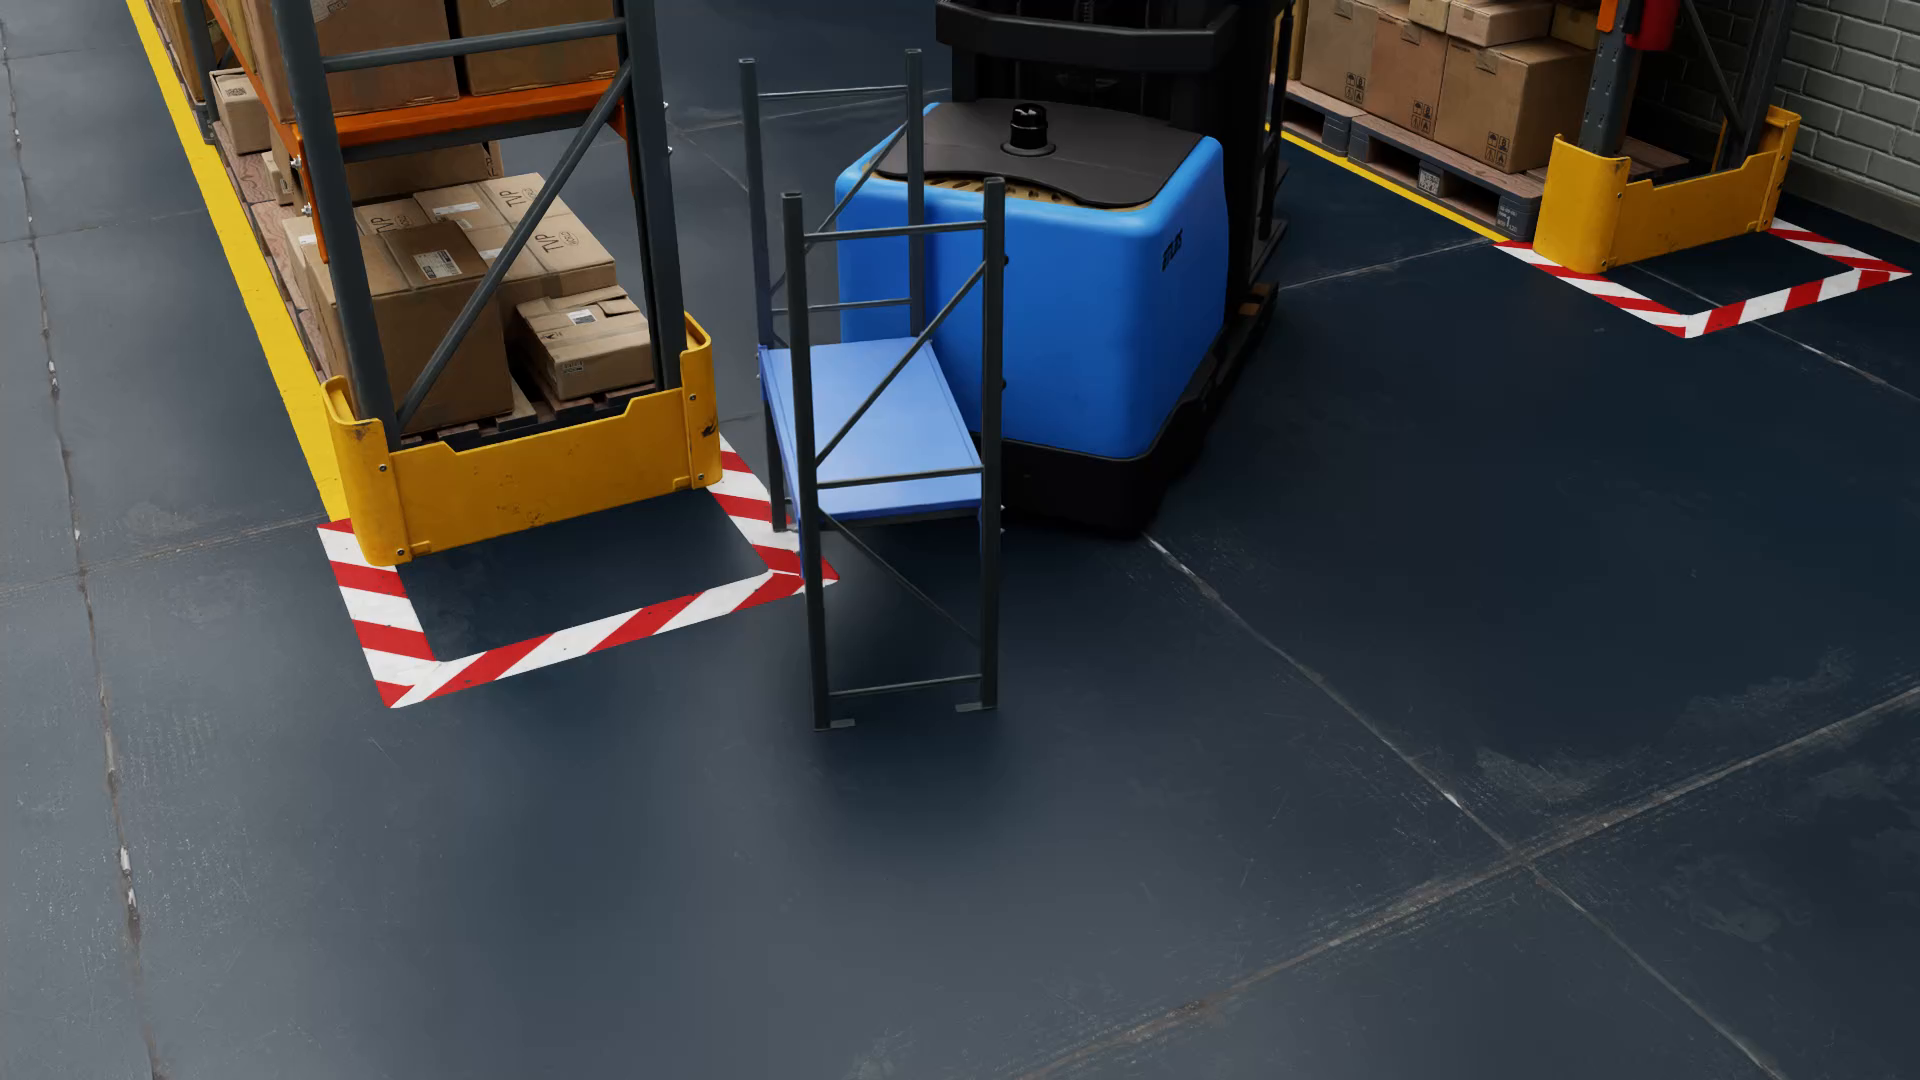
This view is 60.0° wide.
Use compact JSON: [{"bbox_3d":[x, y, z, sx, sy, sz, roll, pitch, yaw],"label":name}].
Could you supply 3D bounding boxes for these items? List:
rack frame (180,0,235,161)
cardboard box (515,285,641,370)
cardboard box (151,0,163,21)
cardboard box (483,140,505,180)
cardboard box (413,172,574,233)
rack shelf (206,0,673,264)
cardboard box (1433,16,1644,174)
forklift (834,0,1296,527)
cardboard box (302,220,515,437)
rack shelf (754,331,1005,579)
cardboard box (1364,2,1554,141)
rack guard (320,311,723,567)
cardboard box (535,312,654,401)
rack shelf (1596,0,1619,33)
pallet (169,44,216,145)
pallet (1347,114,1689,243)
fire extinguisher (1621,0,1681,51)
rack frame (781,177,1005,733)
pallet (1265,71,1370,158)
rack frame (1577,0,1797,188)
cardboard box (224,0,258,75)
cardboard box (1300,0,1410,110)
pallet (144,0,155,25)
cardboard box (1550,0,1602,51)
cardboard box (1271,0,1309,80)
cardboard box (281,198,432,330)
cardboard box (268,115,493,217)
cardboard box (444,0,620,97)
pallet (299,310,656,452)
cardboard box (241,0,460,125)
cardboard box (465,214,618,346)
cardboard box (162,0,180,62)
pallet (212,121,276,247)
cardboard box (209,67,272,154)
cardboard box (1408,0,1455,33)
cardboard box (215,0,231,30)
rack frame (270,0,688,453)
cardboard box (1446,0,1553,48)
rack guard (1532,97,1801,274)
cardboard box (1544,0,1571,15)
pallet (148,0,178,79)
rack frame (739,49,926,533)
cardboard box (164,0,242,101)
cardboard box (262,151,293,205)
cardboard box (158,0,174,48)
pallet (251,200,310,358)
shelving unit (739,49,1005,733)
[{"bbox_3d":[-3.200,-3.269,7.572,1.000,3.000,0.127,-16,36,-23],"label":"rack frame"},{"bbox_3d":[-1.343,-0.758,5.871,0.380,0.166,0.250,-16,36,-23],"label":"cardboard box"},{"bbox_3d":[-4.379,-3.285,9.506,0.500,0.500,0.500,-17,36,-25],"label":"cardboard box"},{"bbox_3d":[-2.334,-1.764,7.307,0.500,0.311,0.500,-16,36,-23],"label":"cardboard box"},{"bbox_3d":[-1.804,-1.196,6.477,0.500,0.250,0.500,-16,36,-23],"label":"cardboard box"},{"bbox_3d":[-2.267,-2.012,6.276,1.077,0.370,4.000,-16,36,-23],"label":"rack shelf"},{"bbox_3d":[2.631,-2.041,7.583,0.700,0.500,0.500,-16,36,-23],"label":"cardboard box"},{"bbox_3d":[0.615,-2.058,5.746,1.130,2.935,3.031,12,35,18],"label":"forklift"},{"bbox_3d":[-1.806,-0.690,5.456,0.500,0.500,0.500,-16,36,-23],"label":"cardboard box"},{"bbox_3d":[-0.249,-0.269,4.612,0.538,0.185,1.000,-6,33,-10],"label":"rack shelf"},{"bbox_3d":[2.397,-2.280,7.956,0.700,0.500,0.500,-16,36,-23],"label":"cardboard box"},{"bbox_3d":[-1.370,-0.344,5.323,1.175,0.500,0.348,-16,36,-23],"label":"rack guard"},{"bbox_3d":[-1.226,-0.631,5.690,0.380,0.149,0.250,-16,36,-23],"label":"cardboard box"},{"bbox_3d":[2.113,-3.259,8.224,1.077,0.370,4.000,-16,36,-23],"label":"rack shelf"},{"bbox_3d":[-3.613,-2.474,8.915,1.003,0.211,1.213,-16,36,-23],"label":"pallet"},{"bbox_3d":[2.604,-1.796,7.857,1.003,0.211,1.213,-16,36,-23],"label":"pallet"},{"bbox_3d":[2.708,-2.230,6.368,0.296,0.674,0.183,-16,36,-23],"label":"fire extinguisher"},{"bbox_3d":[-0.147,-0.151,4.096,0.500,1.500,0.032,-6,33,-10],"label":"rack frame"},{"bbox_3d":[2.039,-2.377,8.765,1.003,0.211,1.213,-16,36,-23],"label":"pallet"},{"bbox_3d":[3.046,-2.608,6.540,1.000,3.000,0.127,-16,36,-23],"label":"rack frame"},{"bbox_3d":[-2.030,-1.794,5.177,0.500,0.500,0.500,-16,36,-23],"label":"cardboard box"},{"bbox_3d":[2.162,-2.520,8.330,0.700,0.500,0.500,-17,36,-25],"label":"cardboard box"},{"bbox_3d":[-4.750,-3.638,10.733,1.003,0.211,1.213,-16,36,-23],"label":"pallet"},{"bbox_3d":[2.866,-2.305,7.394,0.380,0.149,0.250,-16,36,-23],"label":"cardboard box"},{"bbox_3d":[1.907,-2.772,8.725,0.700,0.500,0.500,-15,36,-22],"label":"cardboard box"},{"bbox_3d":[-2.223,-1.046,6.243,0.500,0.250,0.500,-16,36,-23],"label":"cardboard box"},{"bbox_3d":[-2.319,-1.508,6.729,0.797,0.503,0.637,-16,36,-23],"label":"cardboard box"},{"bbox_3d":[-1.309,-1.680,5.000,0.500,0.500,0.500,-15,36,-22],"label":"cardboard box"},{"bbox_3d":[-1.743,-0.602,5.995,1.003,0.211,1.213,-16,36,-23],"label":"pallet"},{"bbox_3d":[-1.785,-1.548,4.792,0.500,0.500,0.500,-15,35,-22],"label":"cardboard box"},{"bbox_3d":[-1.571,-0.957,6.104,0.500,0.250,0.500,-16,36,-23],"label":"cardboard box"},{"bbox_3d":[-3.907,-2.803,8.754,0.500,0.500,0.500,-16,36,-23],"label":"cardboard box"},{"bbox_3d":[-2.881,-1.767,7.812,1.003,0.211,1.213,-16,36,-23],"label":"pallet"},{"bbox_3d":[-3.196,-2.067,7.781,0.500,0.311,0.500,-16,36,-23],"label":"cardboard box"},{"bbox_3d":[2.290,-2.452,7.622,0.380,0.149,0.250,-15,36,-22],"label":"cardboard box"},{"bbox_3d":[-2.257,-2.034,5.551,0.500,0.500,0.500,-16,36,-23],"label":"cardboard box"},{"bbox_3d":[-1.335,-1.360,4.592,1.000,3.000,0.127,-16,36,-23],"label":"rack frame"},{"bbox_3d":[2.410,-2.330,7.432,0.380,0.149,0.250,-16,36,-24],"label":"cardboard box"},{"bbox_3d":[3.057,-1.544,7.196,1.175,0.500,0.348,-16,36,-23],"label":"rack guard"},{"bbox_3d":[2.629,-2.546,7.771,0.380,0.149,0.250,-16,36,-23],"label":"cardboard box"},{"bbox_3d":[-4.185,-3.057,9.825,1.003,0.211,1.213,-16,36,-23],"label":"pallet"},{"bbox_3d":[-0.351,-0.689,4.934,0.500,1.500,0.032,-6,33,-10],"label":"rack frame"},{"bbox_3d":[-3.684,-2.565,8.383,0.500,0.500,0.500,-16,36,-23],"label":"cardboard box"},{"bbox_3d":[-2.783,-1.596,7.180,0.380,0.166,0.250,-16,36,-23],"label":"cardboard box"},{"bbox_3d":[-4.140,-3.043,9.128,0.500,0.500,0.500,-15,36,-23],"label":"cardboard box"},{"bbox_3d":[-2.308,-1.184,6.902,1.003,0.211,1.213,-16,36,-23],"label":"pallet"},{"bbox_3d":[-0.249,-0.420,4.515,0.538,1.500,1.048,-6,33,-10],"label":"shelving unit"}]
